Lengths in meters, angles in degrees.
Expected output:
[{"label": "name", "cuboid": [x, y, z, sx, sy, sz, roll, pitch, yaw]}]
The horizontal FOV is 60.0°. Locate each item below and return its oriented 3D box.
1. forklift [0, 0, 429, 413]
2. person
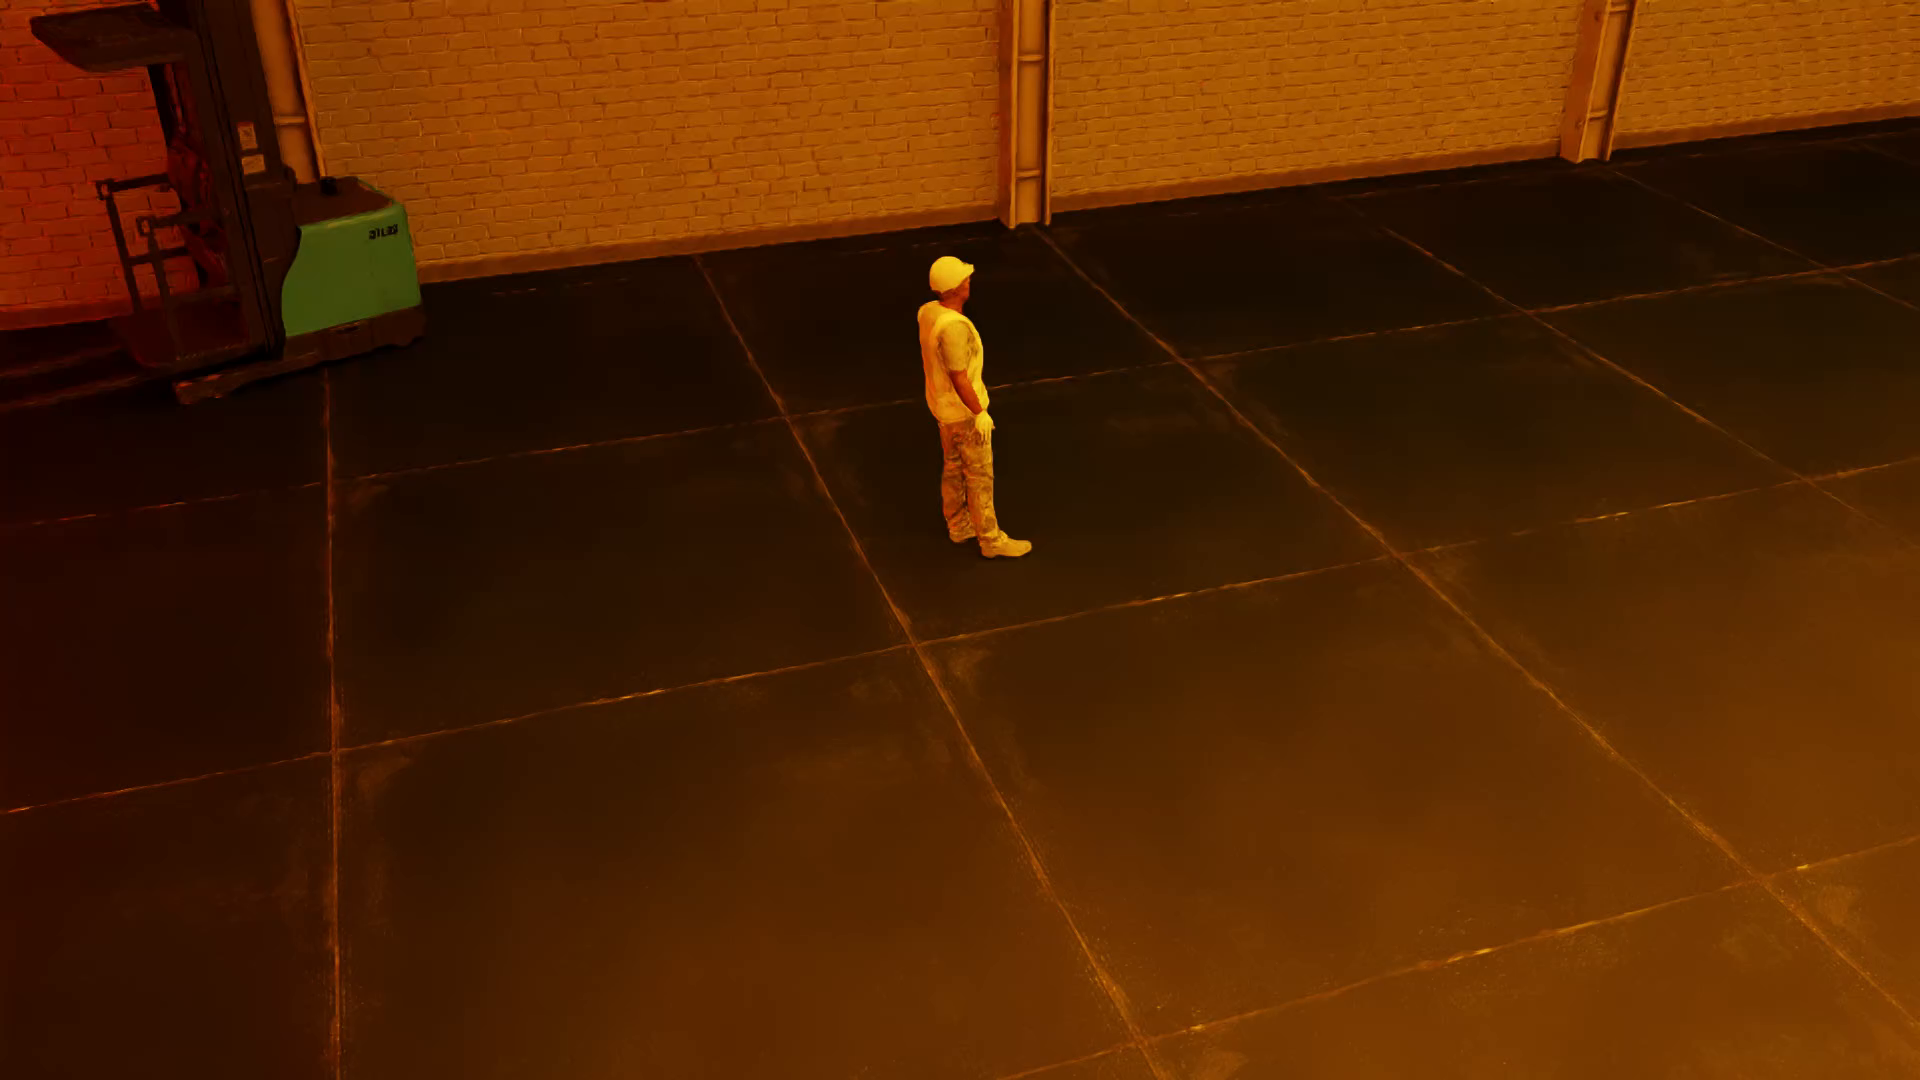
[{"label": "forklift", "cuboid": [-5.504, -2.513, 11.454, 3.031, 2.935, 1.130, -22, 36, -33]}, {"label": "person", "cuboid": [0.071, -0.786, 9.591, 0.576, 1.782, 0.655, -10, 31, -16]}]
